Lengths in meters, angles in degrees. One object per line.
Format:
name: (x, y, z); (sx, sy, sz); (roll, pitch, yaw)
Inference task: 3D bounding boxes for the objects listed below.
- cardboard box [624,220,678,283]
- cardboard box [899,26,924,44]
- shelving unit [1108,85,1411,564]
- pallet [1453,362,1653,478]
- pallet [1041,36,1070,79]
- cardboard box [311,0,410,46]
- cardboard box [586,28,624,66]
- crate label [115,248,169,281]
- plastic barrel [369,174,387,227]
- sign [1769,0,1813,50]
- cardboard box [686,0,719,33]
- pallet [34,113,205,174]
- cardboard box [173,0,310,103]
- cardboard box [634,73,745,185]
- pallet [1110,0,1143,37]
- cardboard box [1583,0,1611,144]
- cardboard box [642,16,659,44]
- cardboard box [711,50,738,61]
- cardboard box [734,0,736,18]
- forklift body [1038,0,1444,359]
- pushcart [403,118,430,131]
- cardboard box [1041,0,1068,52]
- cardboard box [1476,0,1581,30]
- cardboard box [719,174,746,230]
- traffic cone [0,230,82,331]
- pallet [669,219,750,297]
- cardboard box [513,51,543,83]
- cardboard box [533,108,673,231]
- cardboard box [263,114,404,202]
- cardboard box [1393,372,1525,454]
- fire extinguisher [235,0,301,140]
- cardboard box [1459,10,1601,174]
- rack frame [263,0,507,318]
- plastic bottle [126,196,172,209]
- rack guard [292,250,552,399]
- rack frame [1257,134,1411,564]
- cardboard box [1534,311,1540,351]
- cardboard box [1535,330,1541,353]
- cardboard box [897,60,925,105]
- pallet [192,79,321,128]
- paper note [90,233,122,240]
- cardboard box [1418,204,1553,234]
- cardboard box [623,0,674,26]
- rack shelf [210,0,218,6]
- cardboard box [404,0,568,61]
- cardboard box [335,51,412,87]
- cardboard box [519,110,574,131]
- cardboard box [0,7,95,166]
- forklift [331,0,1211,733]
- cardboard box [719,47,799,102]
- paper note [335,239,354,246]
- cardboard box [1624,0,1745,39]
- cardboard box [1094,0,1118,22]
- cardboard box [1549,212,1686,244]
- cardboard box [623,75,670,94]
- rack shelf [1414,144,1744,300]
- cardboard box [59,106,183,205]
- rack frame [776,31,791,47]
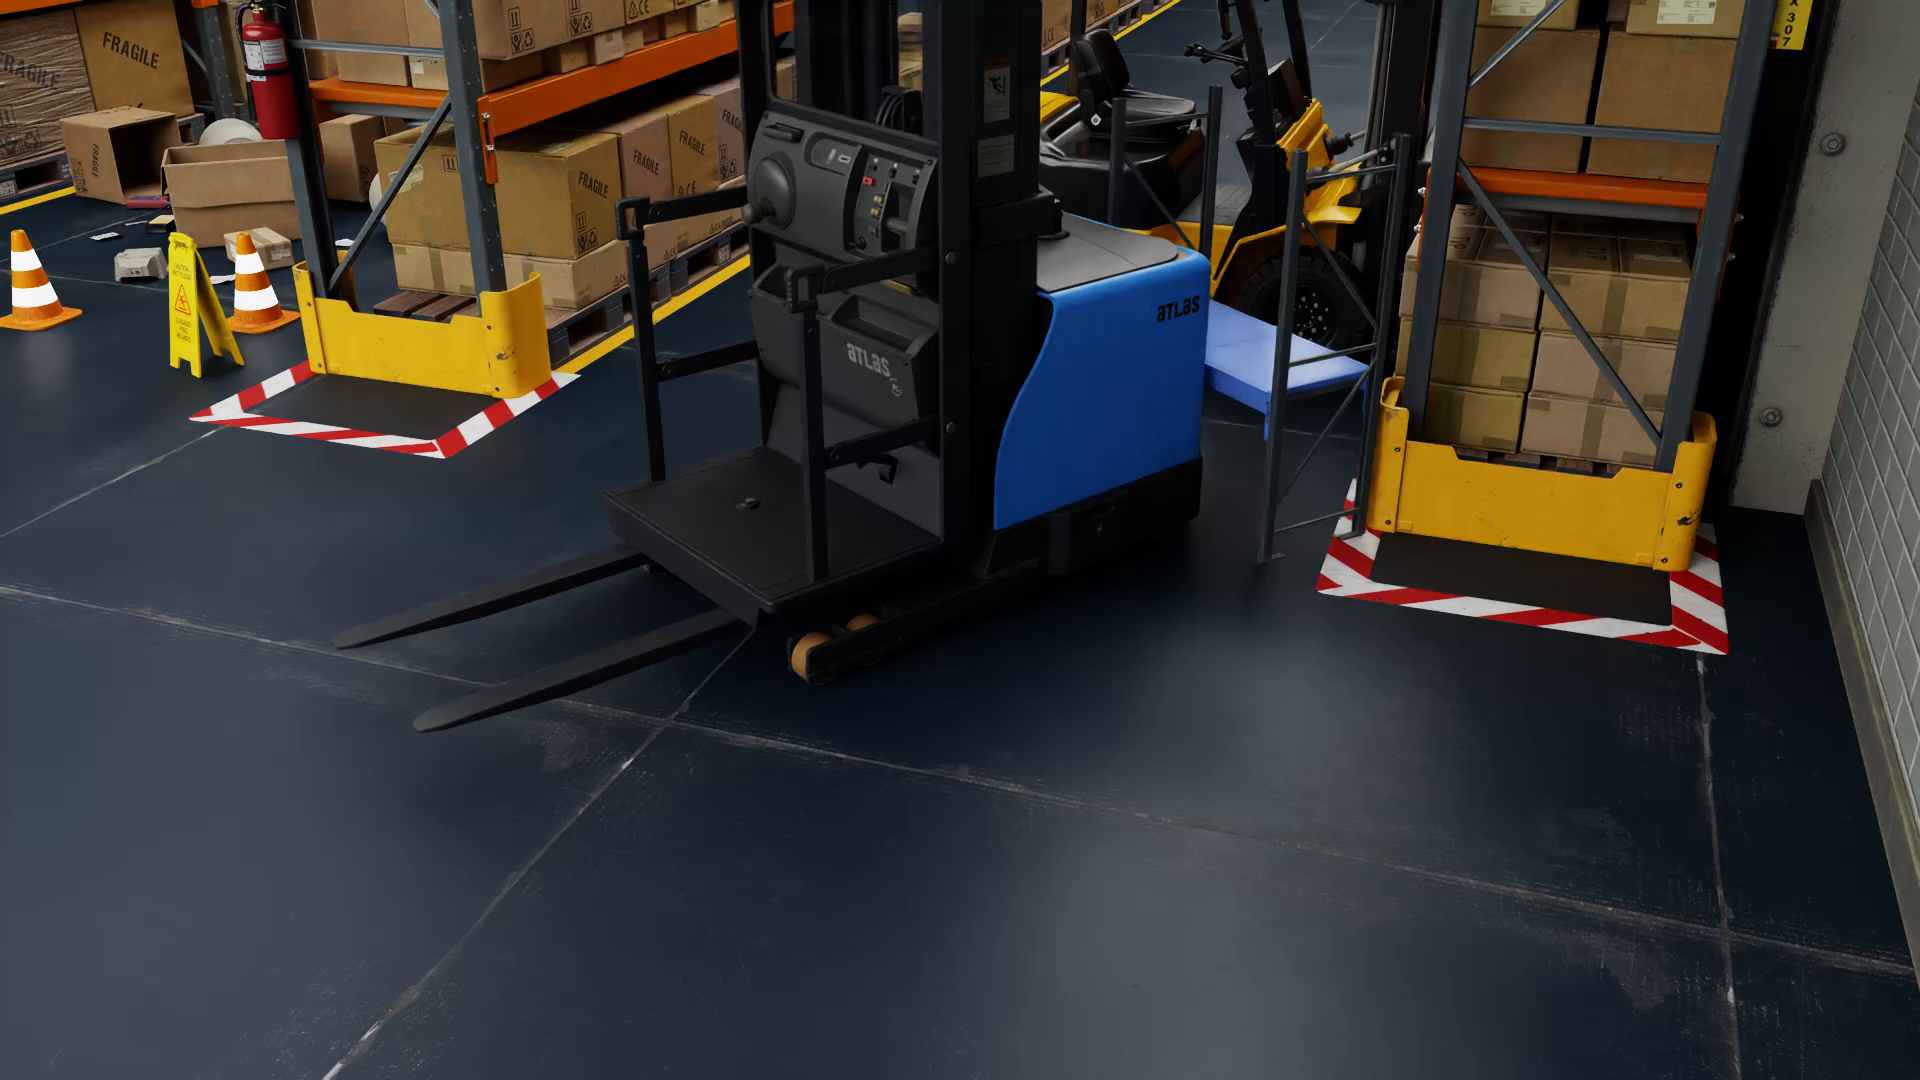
cardboard box: (-1.830, -1.561, 8.706); (0.500, 0.250, 0.500); (10, 27, 19)
cardboard box: (-0.309, -3.869, 13.331); (0.950, 0.372, 0.625); (8, 27, 16)
shelving unit: (1.052, -0.839, 6.261); (0.538, 1.500, 1.048); (-14, 29, -27)
pallet: (2.361, -0.457, 6.951); (1.003, 0.211, 1.213); (9, 27, 17)
pallet: (0.460, -4.455, 15.210); (1.003, 0.211, 1.213); (9, 27, 17)
cardboard box: (-2.615, -2.552, 7.622); (0.500, 0.500, 0.500); (8, 27, 17)
cardboard box: (-1.864, -2.407, 8.068); (0.380, 0.149, 0.250); (9, 27, 18)
crate label: (-4.566, -1.538, 9.270); (0.250, 0.136, 0.298); (-5, 26, -9)
plastic barrel: (-3.276, -2.019, 9.933); (0.421, 0.421, 0.512); (-14, 29, -27)
sign: (2.668, -1.734, 5.305); (0.100, 0.325, 0.005); (9, 27, 17)
cardboard box: (-1.524, -2.834, 8.950); (0.380, 0.149, 0.250); (9, 27, 18)
pallet: (-6.233, -2.874, 11.943); (1.003, 0.211, 1.213); (9, 27, 17)
cardboard box: (-5.784, -3.875, 12.910); (1.050, 0.750, 0.750); (9, 27, 17)
cardboard box: (-1.485, -2.341, 9.457); (0.500, 0.500, 0.500); (10, 28, 20)
pallet: (1.272, -5.458, 17.281); (1.003, 0.211, 1.213); (9, 27, 17)
cardboard box: (2.725, -1.817, 6.446); (0.500, 0.500, 0.500); (10, 27, 19)
cardboard box: (-1.779, -2.636, 8.540); (0.380, 0.149, 0.250); (10, 27, 19)
cardboard box: (-1.656, -2.839, 10.485); (0.500, 0.500, 0.500); (10, 28, 20)
cardboard box: (-1.359, -3.046, 9.388); (0.380, 0.149, 0.250); (8, 27, 17)
forklift body: (1.057, -2.053, 8.023); (2.313, 2.155, 1.214); (9, 27, 17)
pushcart: (-3.371, -2.883, 11.772); (1.648, 0.377, 0.936); (0, 26, -1)
cardboard box: (0.435, -4.902, 14.888); (0.875, 0.875, 0.875); (8, 27, 17)
cardboard box: (1.997, -1.912, 5.897); (0.380, 0.149, 0.250); (9, 27, 18)
cardboard box: (-1.489, -1.995, 9.601); (0.500, 0.250, 0.500); (9, 27, 18)
traffic cone: (-4.769, -1.353, 8.514); (0.336, 0.463, 0.334); (9, 27, 17)
pallet: (-1.799, -1.714, 9.549); (1.003, 0.211, 1.213); (9, 27, 17)
cardboard box: (-2.157, -2.212, 7.665); (0.380, 0.149, 0.250); (9, 27, 18)
cardboard box: (-1.829, -1.916, 8.577); (0.500, 0.500, 0.500); (8, 27, 16)
cardboard box: (-4.035, -2.522, 10.725); (0.797, 0.637, 0.503); (9, 27, 17)
cardboard box: (2.005, -0.582, 6.683); (0.500, 0.250, 0.500); (9, 27, 18)
fire extinguisher: (-3.008, -2.095, 7.223); (0.296, 0.674, 0.183); (9, 27, 17)
cardboard box: (2.062, -1.677, 6.157); (0.500, 0.500, 0.500); (8, 27, 16)
rack frame: (-2.536, -2.110, 7.165); (1.000, 3.000, 0.127); (9, 27, 17)
plastic bottle: (-5.163, -2.161, 10.643); (0.283, 0.061, 0.133); (0, 26, -1)
rack guard: (-2.510, -1.016, 7.775); (1.175, 0.500, 0.348); (9, 27, 17)
rack frame: (1.310, -0.648, 5.867); (0.500, 1.500, 0.032); (-14, 29, -27)
cardboard box: (2.191, -1.018, 7.010); (0.500, 0.250, 0.500); (8, 27, 17)
cardboard box: (2.655, -0.939, 6.847); (0.500, 0.250, 0.500); (8, 27, 17)
cardboard box: (-0.796, -3.272, 12.099); (0.950, 0.372, 0.625); (11, 28, 21)
pallet: (-5.720, -3.503, 13.242); (1.003, 0.211, 1.213); (9, 27, 17)
paper note: (-5.128, -1.830, 9.997); (0.144, 0.017, 0.142); (20, 32, 35)
cardboard box: (2.170, -1.238, 6.891); (0.500, 0.250, 0.500); (9, 27, 18)
cardboard box: (-1.779, -2.866, 8.271); (0.500, 0.500, 0.500); (8, 27, 16)
rack shelf: (-5.241, -4.928, 13.812); (1.077, 0.370, 4.000); (9, 27, 17)
cardboard box: (-2.117, -2.443, 7.398); (0.500, 0.500, 0.500); (8, 27, 17)
cardboard box: (-2.613, -2.181, 7.602); (0.380, 0.149, 0.250); (10, 27, 19)
cardboard box: (-2.345, -1.981, 8.712); (0.500, 0.500, 0.500); (10, 28, 19)
cardboard box: (-6.478, -3.043, 11.050); (0.875, 0.875, 0.875); (9, 27, 18)
forklift: (-0.552, -1.116, 5.191); (3.031, 2.935, 1.130); (-20, 32, -35)
cardboard box: (-1.148, -2.761, 10.322); (0.500, 0.500, 0.500); (8, 27, 17)
paper note: (-3.674, -1.773, 9.890); (0.148, 0.019, 0.142); (20, 32, 35)
cardboard box: (2.504, -1.830, 5.729); (0.380, 0.149, 0.250); (8, 27, 16)
cardboard box: (1.033, -5.635, 16.403); (0.875, 0.875, 0.875); (10, 27, 19)
cardboard box: (2.648, -1.169, 6.748); (0.500, 0.250, 0.500); (9, 27, 18)
cardboard box: (-1.997, -2.405, 9.587); (0.500, 0.500, 0.500); (10, 28, 20)
rack shelf: (2.812, -1.890, 7.536); (1.077, 0.370, 4.000); (9, 27, 17)
cardboard box: (-5.455, -2.519, 10.877); (0.500, 0.500, 0.500); (14, 29, 26)
rack frame: (-1.205, -3.754, 10.561); (1.000, 3.000, 0.127); (9, 27, 17)
